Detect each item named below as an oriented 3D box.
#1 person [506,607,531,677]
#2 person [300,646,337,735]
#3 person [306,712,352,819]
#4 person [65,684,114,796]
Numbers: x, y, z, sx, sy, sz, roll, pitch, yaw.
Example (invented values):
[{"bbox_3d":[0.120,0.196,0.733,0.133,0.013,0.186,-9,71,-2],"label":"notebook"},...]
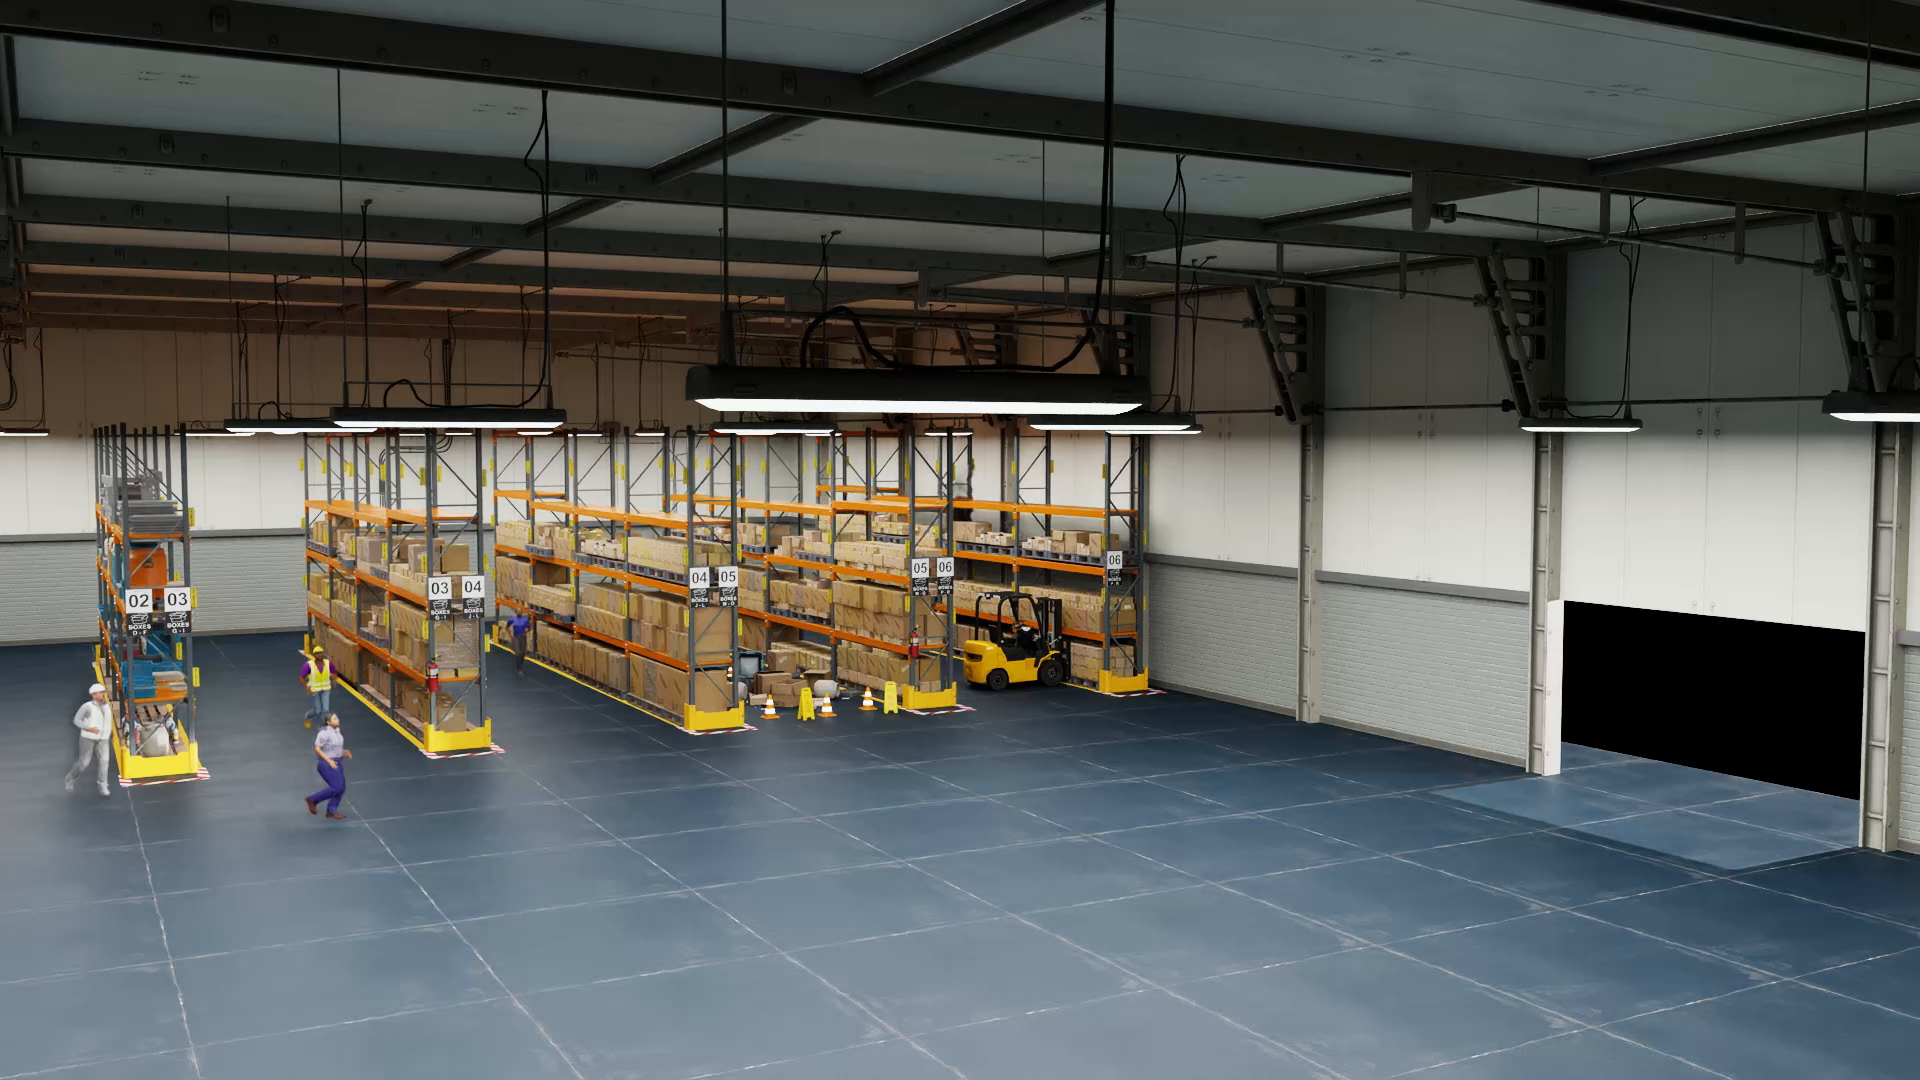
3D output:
[{"bbox_3d":[-10.714,2.453,40.422,0.584,1.674,0.796,-2,4,-27],"label":"person"},{"bbox_3d":[-12.411,2.915,32.215,0.698,1.741,0.662,-3,4,-37],"label":"person"},{"bbox_3d":[-9.525,3.407,25.128,0.596,1.619,0.600,0,3,0],"label":"person"},{"bbox_3d":[-13.945,3.208,26.873,0.949,1.758,0.726,2,4,31],"label":"person"}]
